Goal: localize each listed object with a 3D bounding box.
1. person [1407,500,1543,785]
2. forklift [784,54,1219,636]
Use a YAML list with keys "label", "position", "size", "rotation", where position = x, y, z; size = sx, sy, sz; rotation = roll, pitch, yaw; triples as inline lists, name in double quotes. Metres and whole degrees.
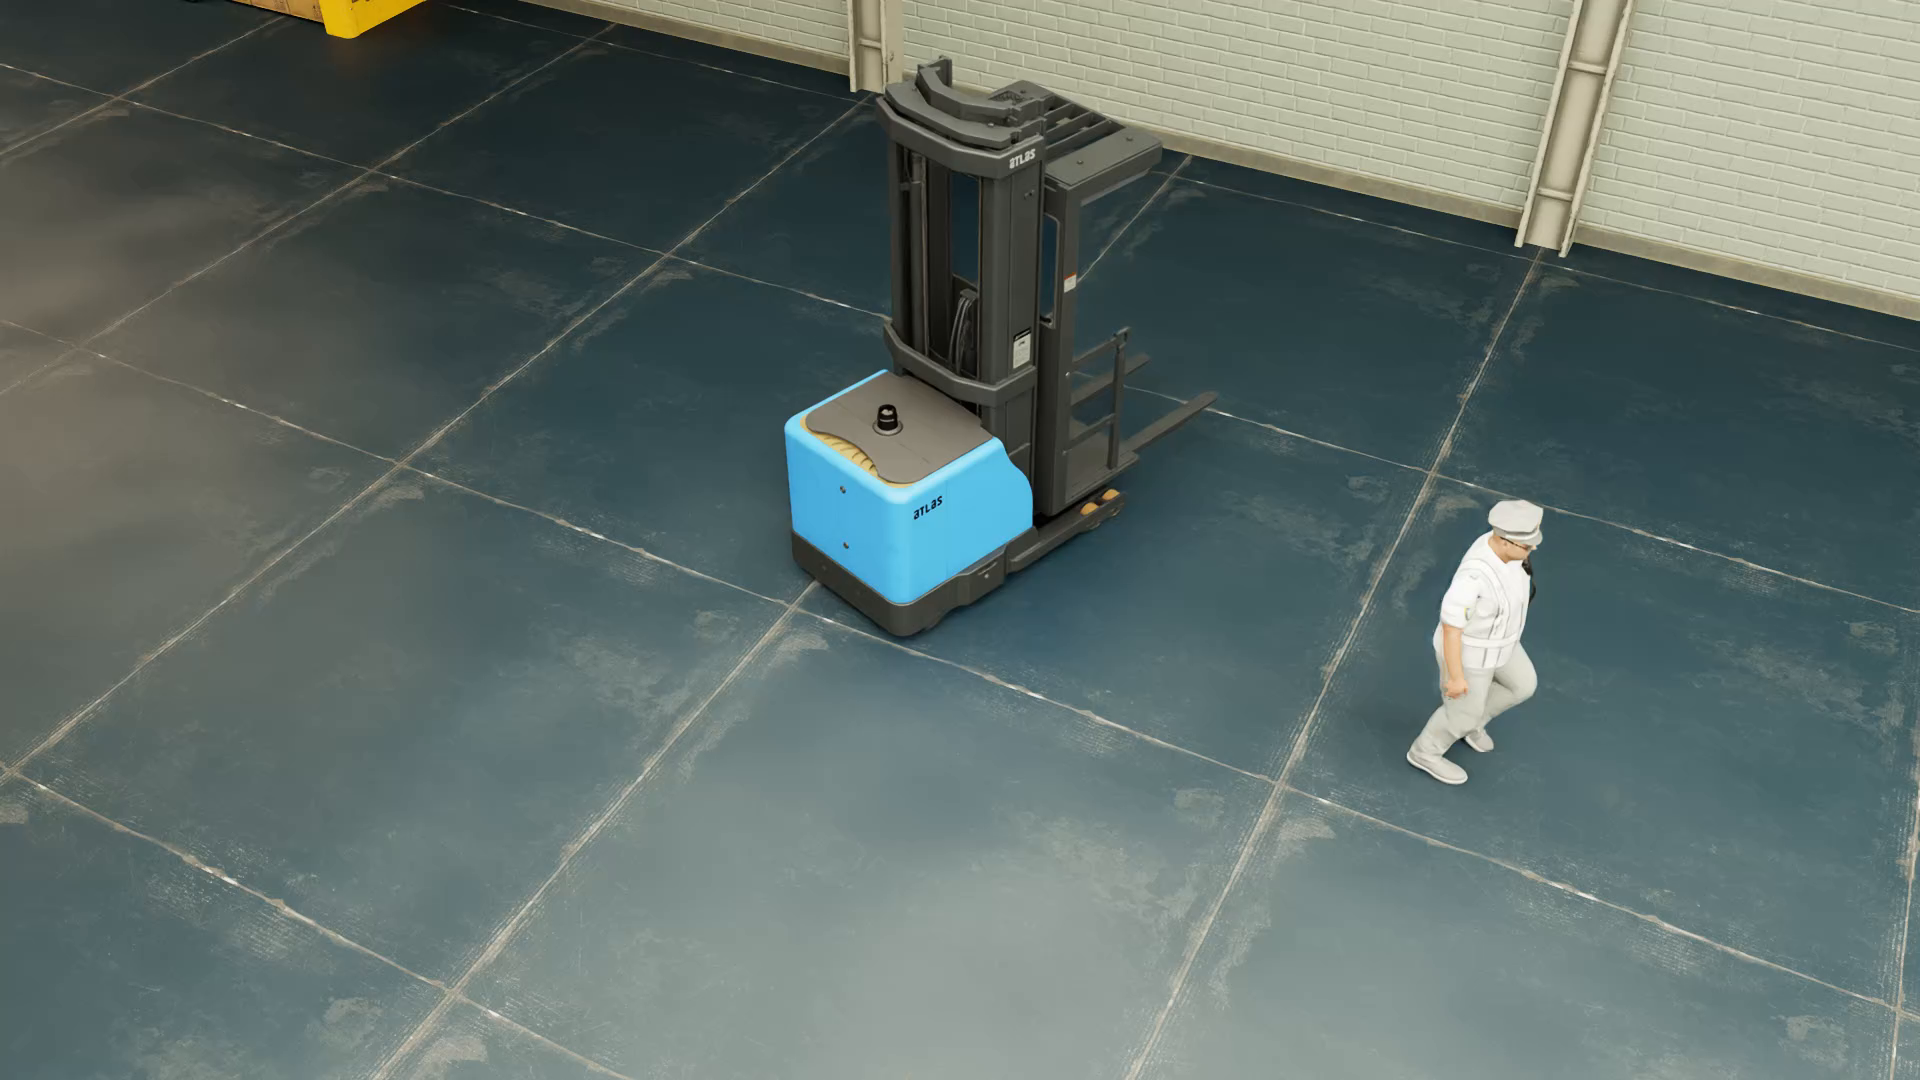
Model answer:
- label: "person"
  position: [2.632, 0.545, 8.297]
  size: [0.496, 1.771, 0.650]
  rotation: [25, 46, 26]
- label: "forklift"
  position: [0.404, -1.404, 9.654]
  size: [3.031, 2.935, 1.130]
  rotation: [-32, 49, -32]
